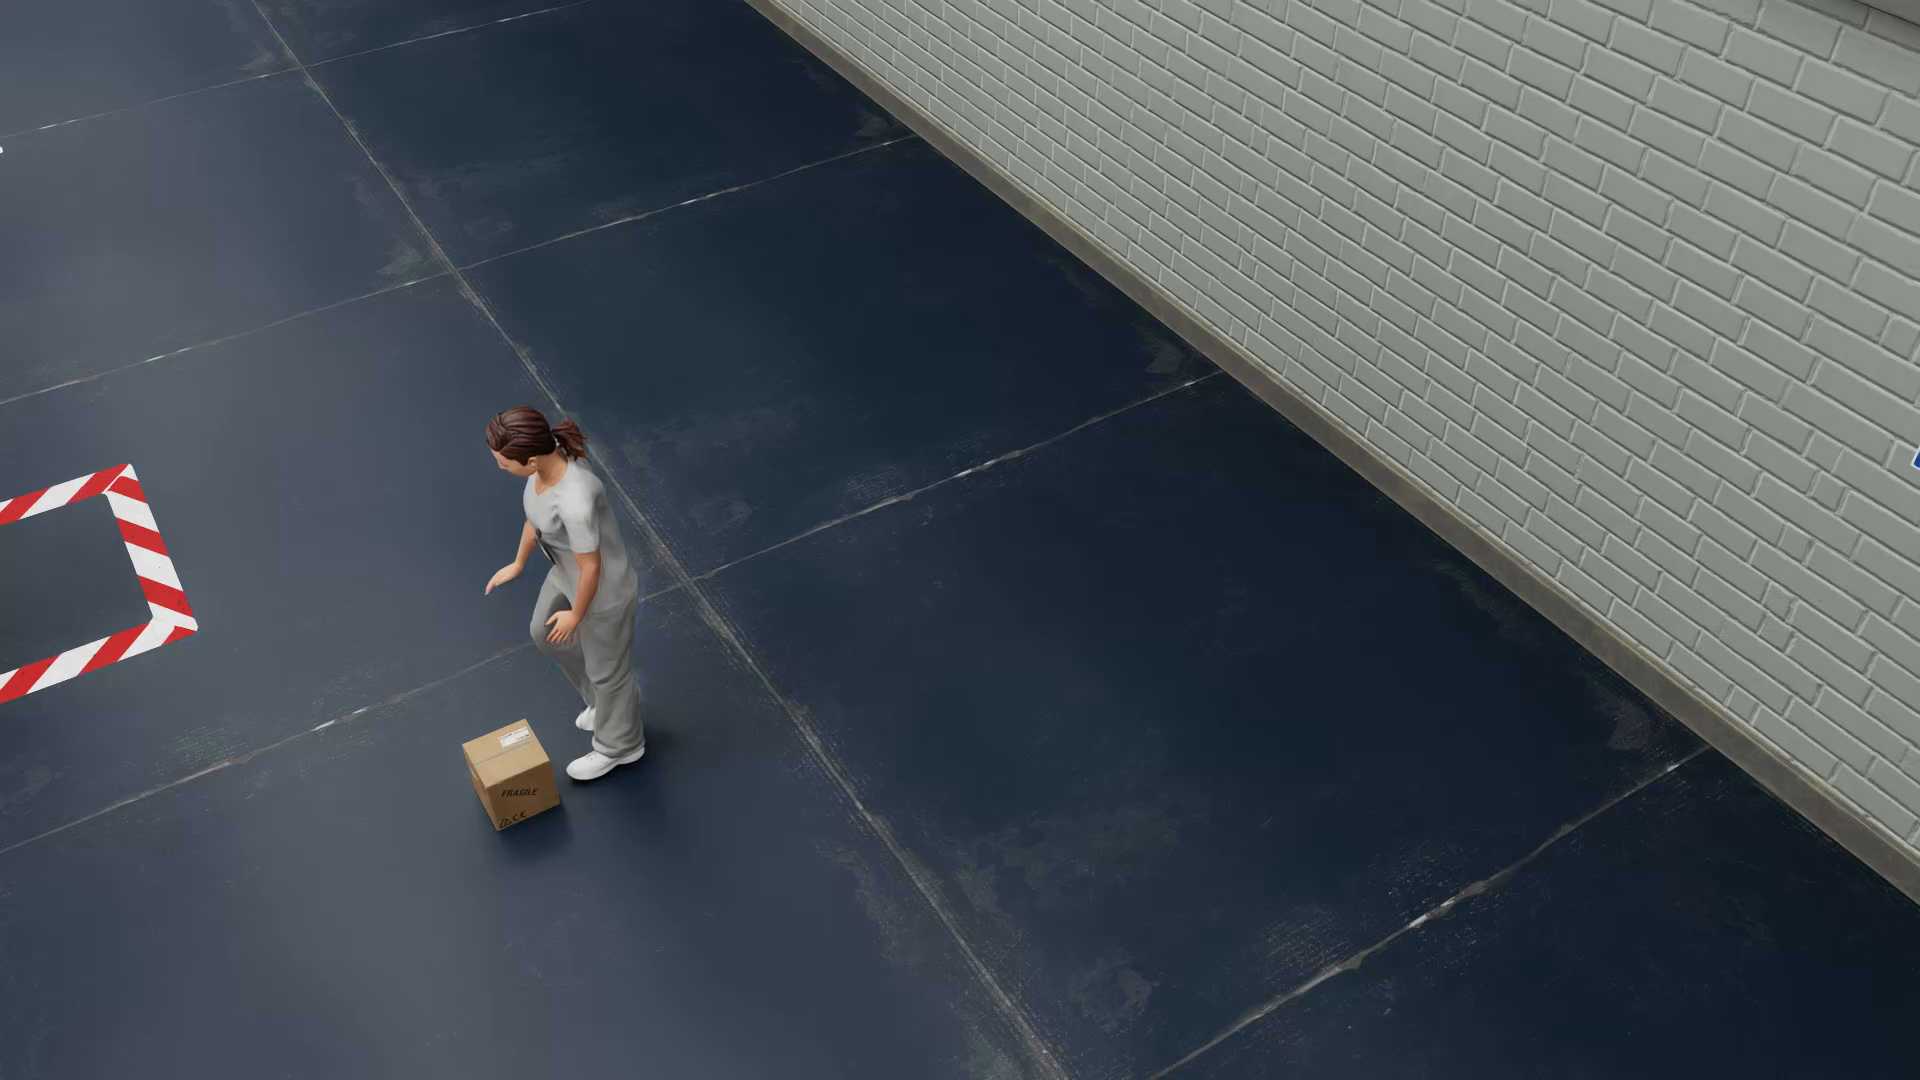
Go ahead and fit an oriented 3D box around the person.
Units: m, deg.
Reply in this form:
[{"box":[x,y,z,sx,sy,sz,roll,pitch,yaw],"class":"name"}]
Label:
[{"box":[-1.410,0.203,5.930,0.497,1.699,0.473,-20,45,-21],"class":"person"}]
